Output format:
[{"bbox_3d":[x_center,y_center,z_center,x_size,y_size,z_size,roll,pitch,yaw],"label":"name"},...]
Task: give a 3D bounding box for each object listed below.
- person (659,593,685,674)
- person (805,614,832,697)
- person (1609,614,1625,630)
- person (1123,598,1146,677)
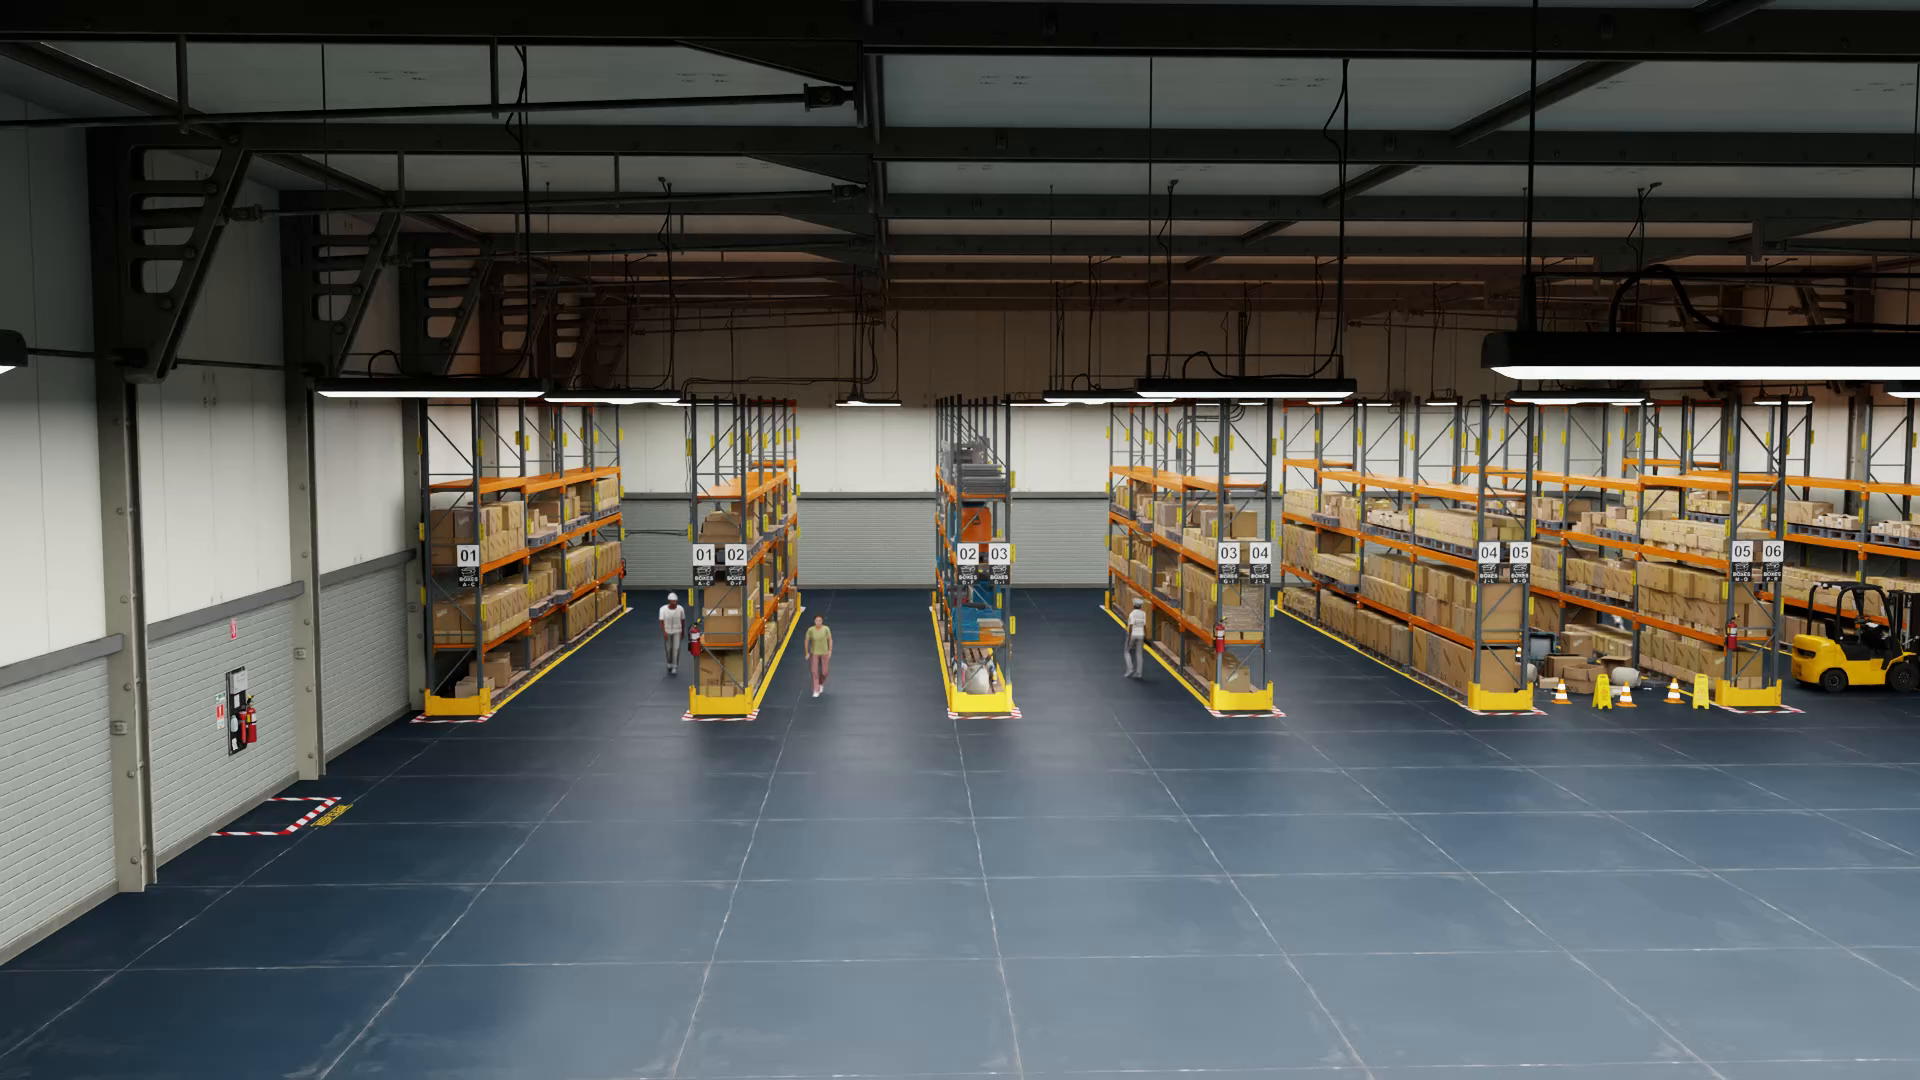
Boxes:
[{"bbox_3d":[-6.255,2.007,36.153,0.562,1.710,0.974,-1,5,-12],"label":"person"},{"bbox_3d":[-2.838,2.286,33.334,0.545,1.657,0.603,0,5,-6],"label":"person"},{"bbox_3d":[16.722,1.535,42.175,0.634,1.763,0.660,-2,5,-27],"label":"person"},{"bbox_3d":[3.735,2.096,35.462,0.511,1.696,0.475,-1,5,-13],"label":"person"}]
